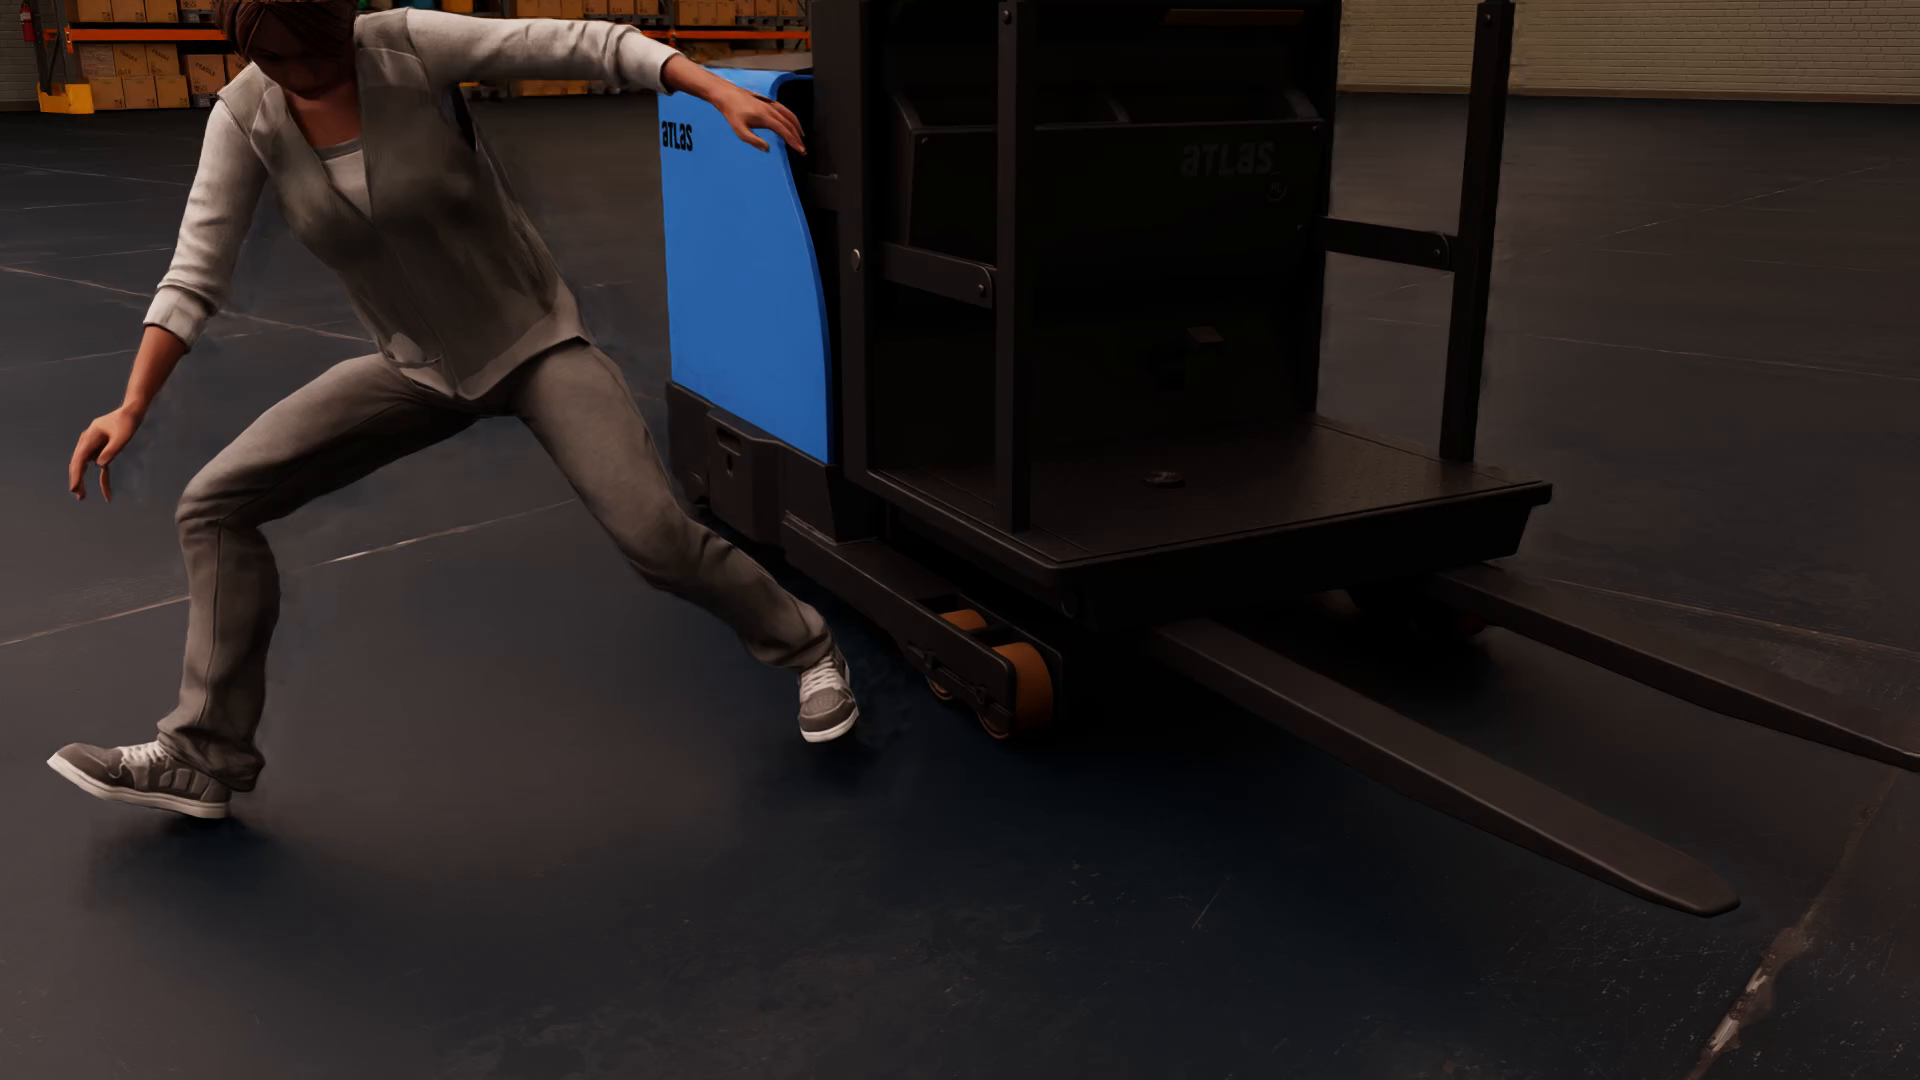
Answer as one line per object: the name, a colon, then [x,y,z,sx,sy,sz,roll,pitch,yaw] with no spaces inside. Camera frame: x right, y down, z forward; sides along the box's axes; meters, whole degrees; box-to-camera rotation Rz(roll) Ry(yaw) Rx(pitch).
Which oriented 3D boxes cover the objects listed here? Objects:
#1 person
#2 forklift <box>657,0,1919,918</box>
person: [-0.734,-0.231,2.489,1.101,1.298,0.689,2,17,8]
forklift: [0.396,-1.212,2.888,1.130,2.935,3.031,-9,19,-27]
